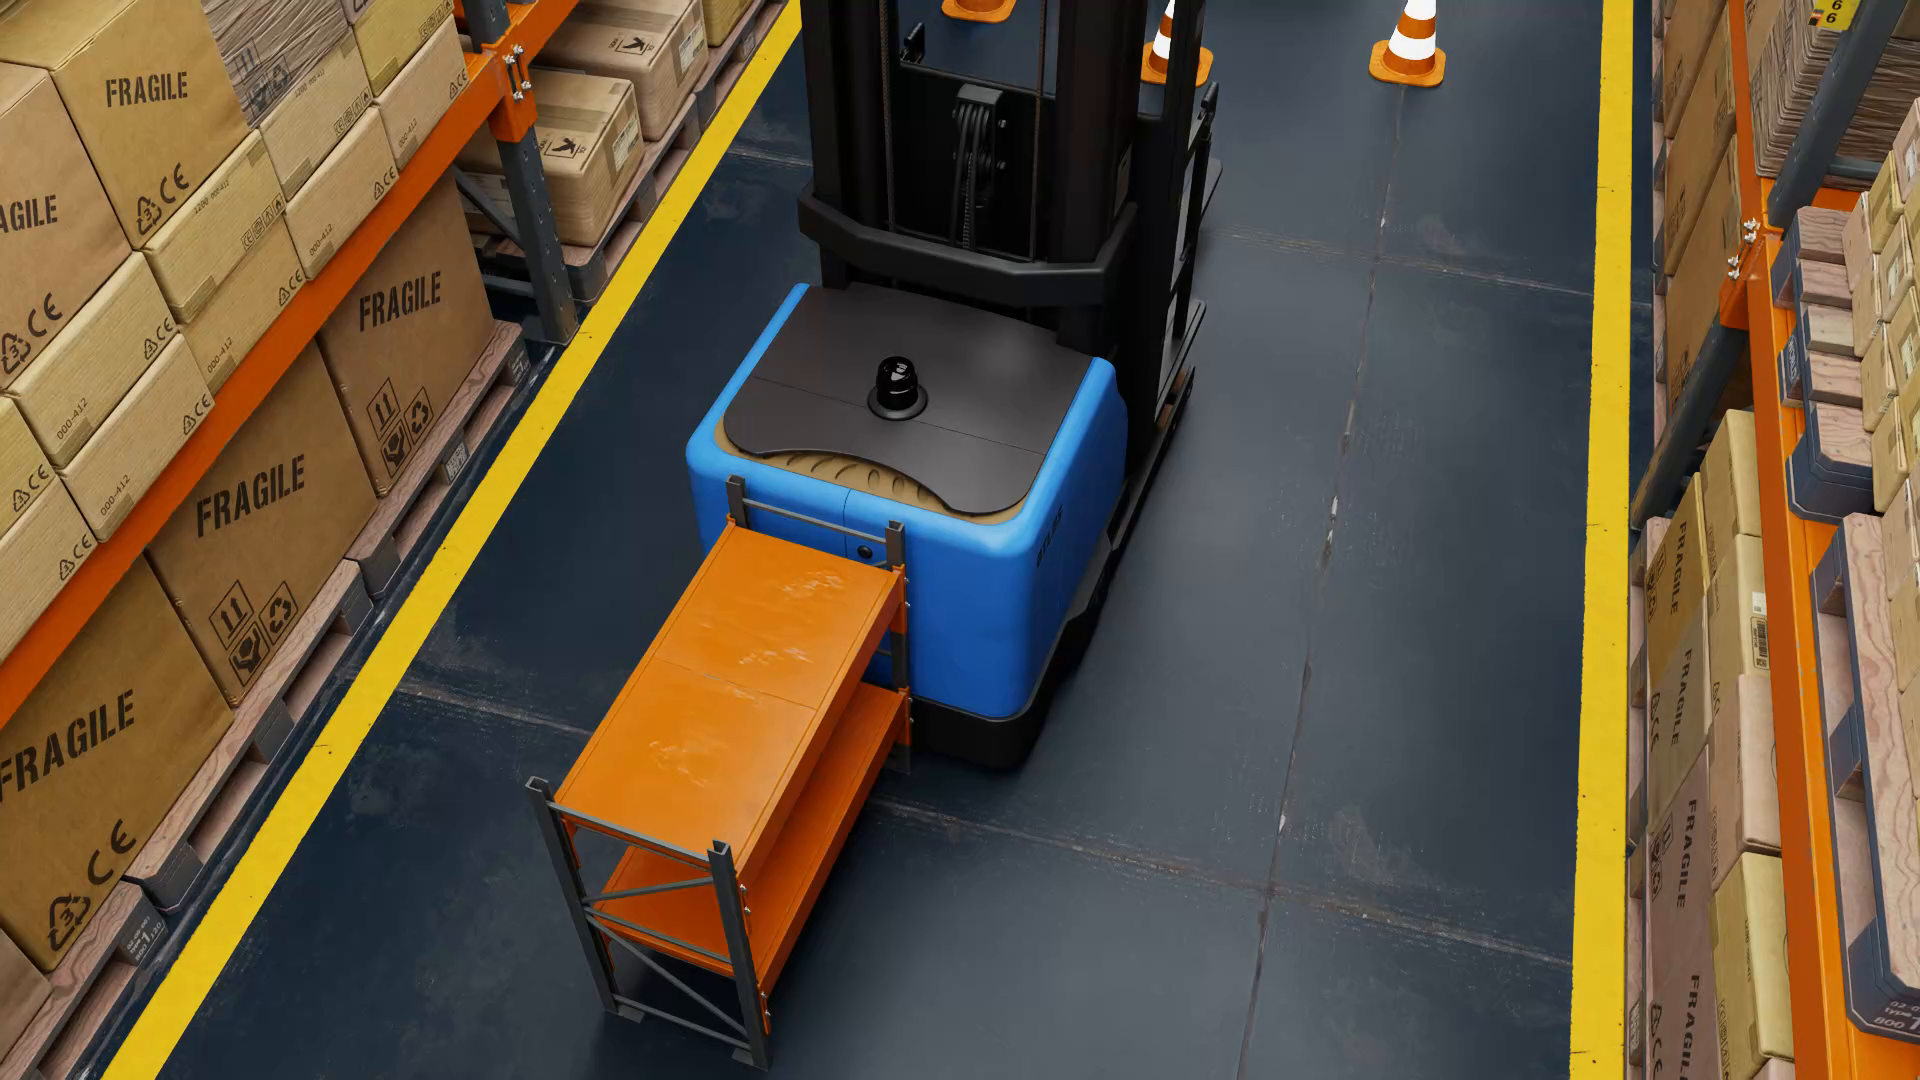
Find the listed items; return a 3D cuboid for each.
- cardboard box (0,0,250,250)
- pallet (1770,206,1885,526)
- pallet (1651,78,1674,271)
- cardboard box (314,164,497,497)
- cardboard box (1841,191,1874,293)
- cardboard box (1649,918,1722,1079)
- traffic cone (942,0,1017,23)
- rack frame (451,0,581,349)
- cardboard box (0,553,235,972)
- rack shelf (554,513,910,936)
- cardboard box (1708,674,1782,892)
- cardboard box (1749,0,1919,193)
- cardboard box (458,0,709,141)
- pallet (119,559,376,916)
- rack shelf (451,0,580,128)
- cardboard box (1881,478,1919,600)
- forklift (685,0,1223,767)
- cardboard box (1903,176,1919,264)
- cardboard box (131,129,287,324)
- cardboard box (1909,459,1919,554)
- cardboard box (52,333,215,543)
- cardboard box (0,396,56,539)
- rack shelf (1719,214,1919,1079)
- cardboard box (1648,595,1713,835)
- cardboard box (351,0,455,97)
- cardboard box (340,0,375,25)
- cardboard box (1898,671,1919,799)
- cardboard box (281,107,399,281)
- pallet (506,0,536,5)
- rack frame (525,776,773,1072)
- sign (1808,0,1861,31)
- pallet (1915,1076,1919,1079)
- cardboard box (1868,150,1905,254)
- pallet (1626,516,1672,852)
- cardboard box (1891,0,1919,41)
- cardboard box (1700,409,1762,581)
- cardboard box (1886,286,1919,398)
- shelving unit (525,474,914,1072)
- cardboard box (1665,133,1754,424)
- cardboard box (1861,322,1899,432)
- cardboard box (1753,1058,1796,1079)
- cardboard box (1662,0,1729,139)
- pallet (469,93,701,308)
[{"bbox_3d":[-2.126,-1.081,3.969,0.500,0.500,0.500,12,50,10],"label":"cardboard box"},{"bbox_3d":[2.740,-0.369,4.203,1.213,0.211,1.003,12,50,10],"label":"pallet"},{"bbox_3d":[3.428,-1.482,6.917,1.003,0.211,1.213,12,50,10],"label":"pallet"},{"bbox_3d":[-2.240,-0.826,5.615,0.875,0.875,0.875,11,50,10],"label":"cardboard box"},{"bbox_3d":[2.512,-0.741,4.291,0.380,0.149,0.250,11,49,10],"label":"cardboard box"},{"bbox_3d":[1.998,1.286,4.001,0.500,0.500,0.500,11,49,9],"label":"cardboard box"},{"bbox_3d":[0.099,-2.754,7.872,0.336,0.463,0.334,12,50,10],"label":"traffic cone"},{"bbox_3d":[-1.978,-1.873,5.402,1.000,3.000,0.127,12,50,10],"label":"rack frame"},{"bbox_3d":[-2.714,0.465,4.476,0.875,0.875,0.875,13,50,11],"label":"cardboard box"},{"bbox_3d":[-0.563,0.435,4.225,0.538,0.278,1.000,16,51,14],"label":"rack shelf"},{"bbox_3d":[2.133,0.644,4.068,0.500,0.250,0.500,12,50,10],"label":"cardboard box"},{"bbox_3d":[2.684,-1.381,4.902,0.500,0.500,0.500,12,50,10],"label":"cardboard box"},{"bbox_3d":[-1.633,-2.084,7.062,0.950,0.372,0.625,11,49,9],"label":"cardboard box"},{"bbox_3d":[-2.581,0.485,5.181,1.003,0.211,1.213,12,50,10],"label":"pallet"},{"bbox_3d":[-1.451,-3.082,6.949,1.077,0.370,4.000,12,50,10],"label":"rack shelf"},{"bbox_3d":[2.233,0.037,3.605,0.380,0.149,0.250,13,50,11],"label":"cardboard box"},{"bbox_3d":[0.223,-1.409,5.039,1.130,2.935,3.031,16,50,14],"label":"forklift"},{"bbox_3d":[2.448,-0.731,3.885,0.380,0.149,0.250,10,49,9],"label":"cardboard box"},{"bbox_3d":[-2.106,-0.842,4.259,0.500,0.250,0.500,10,49,9],"label":"cardboard box"},{"bbox_3d":[2.235,-0.061,3.492,0.380,0.149,0.250,12,50,10],"label":"cardboard box"},{"bbox_3d":[-2.234,-0.298,4.112,0.500,0.250,0.500,11,49,9],"label":"cardboard box"},{"bbox_3d":[-2.374,-0.100,3.605,0.500,0.250,0.500,12,50,11],"label":"cardboard box"},{"bbox_3d":[2.298,0.715,3.598,1.077,0.370,4.000,12,50,10],"label":"rack shelf"},{"bbox_3d":[2.263,0.545,4.656,0.500,0.500,0.500,12,50,10],"label":"cardboard box"},{"bbox_3d":[-1.860,-1.588,4.918,0.500,0.250,0.500,11,50,10],"label":"cardboard box"},{"bbox_3d":[-1.861,-1.811,4.614,0.500,0.500,0.500,10,49,9],"label":"cardboard box"},{"bbox_3d":[2.095,0.406,3.278,0.380,0.149,0.250,10,49,9],"label":"cardboard box"},{"bbox_3d":[-1.980,-1.034,4.762,0.500,0.250,0.500,12,50,11],"label":"cardboard box"},{"bbox_3d":[-1.893,-2.346,5.948,1.213,0.211,1.003,12,50,10],"label":"pallet"},{"bbox_3d":[-0.745,0.985,4.130,0.500,1.125,0.032,16,51,14],"label":"rack frame"},{"bbox_3d":[2.288,-1.459,4.265,0.100,0.325,0.005,12,50,10],"label":"sign"},{"bbox_3d":[2.113,1.463,2.586,1.003,0.211,1.213,12,50,10],"label":"pallet"},{"bbox_3d":[2.504,-0.814,4.156,0.380,0.149,0.250,14,50,12],"label":"cardboard box"},{"bbox_3d":[2.617,0.518,5.152,1.003,0.211,1.213,12,50,10],"label":"pallet"},{"bbox_3d":[2.952,-1.656,4.477,0.700,0.500,0.500,11,50,10],"label":"cardboard box"},{"bbox_3d":[2.409,-0.078,4.705,0.500,0.250,0.500,10,49,8],"label":"cardboard box"},{"bbox_3d":[2.367,-0.423,3.812,0.380,0.149,0.250,10,49,9],"label":"cardboard box"},{"bbox_3d":[-0.563,0.629,4.445,0.538,1.125,1.048,16,51,14],"label":"shelving unit"},{"bbox_3d":[3.072,-0.786,5.664,1.050,0.750,0.750,11,49,10],"label":"cardboard box"},{"bbox_3d":[2.371,-0.352,3.947,0.380,0.149,0.250,14,50,12],"label":"cardboard box"},{"bbox_3d":[1.872,1.406,3.395,0.500,0.250,0.500,14,50,12],"label":"cardboard box"},{"bbox_3d":[3.543,-2.093,6.817,1.050,0.750,0.750,12,50,10],"label":"cardboard box"},{"bbox_3d":[-1.771,-1.515,6.946,1.003,0.211,1.213,12,50,10],"label":"pallet"}]
